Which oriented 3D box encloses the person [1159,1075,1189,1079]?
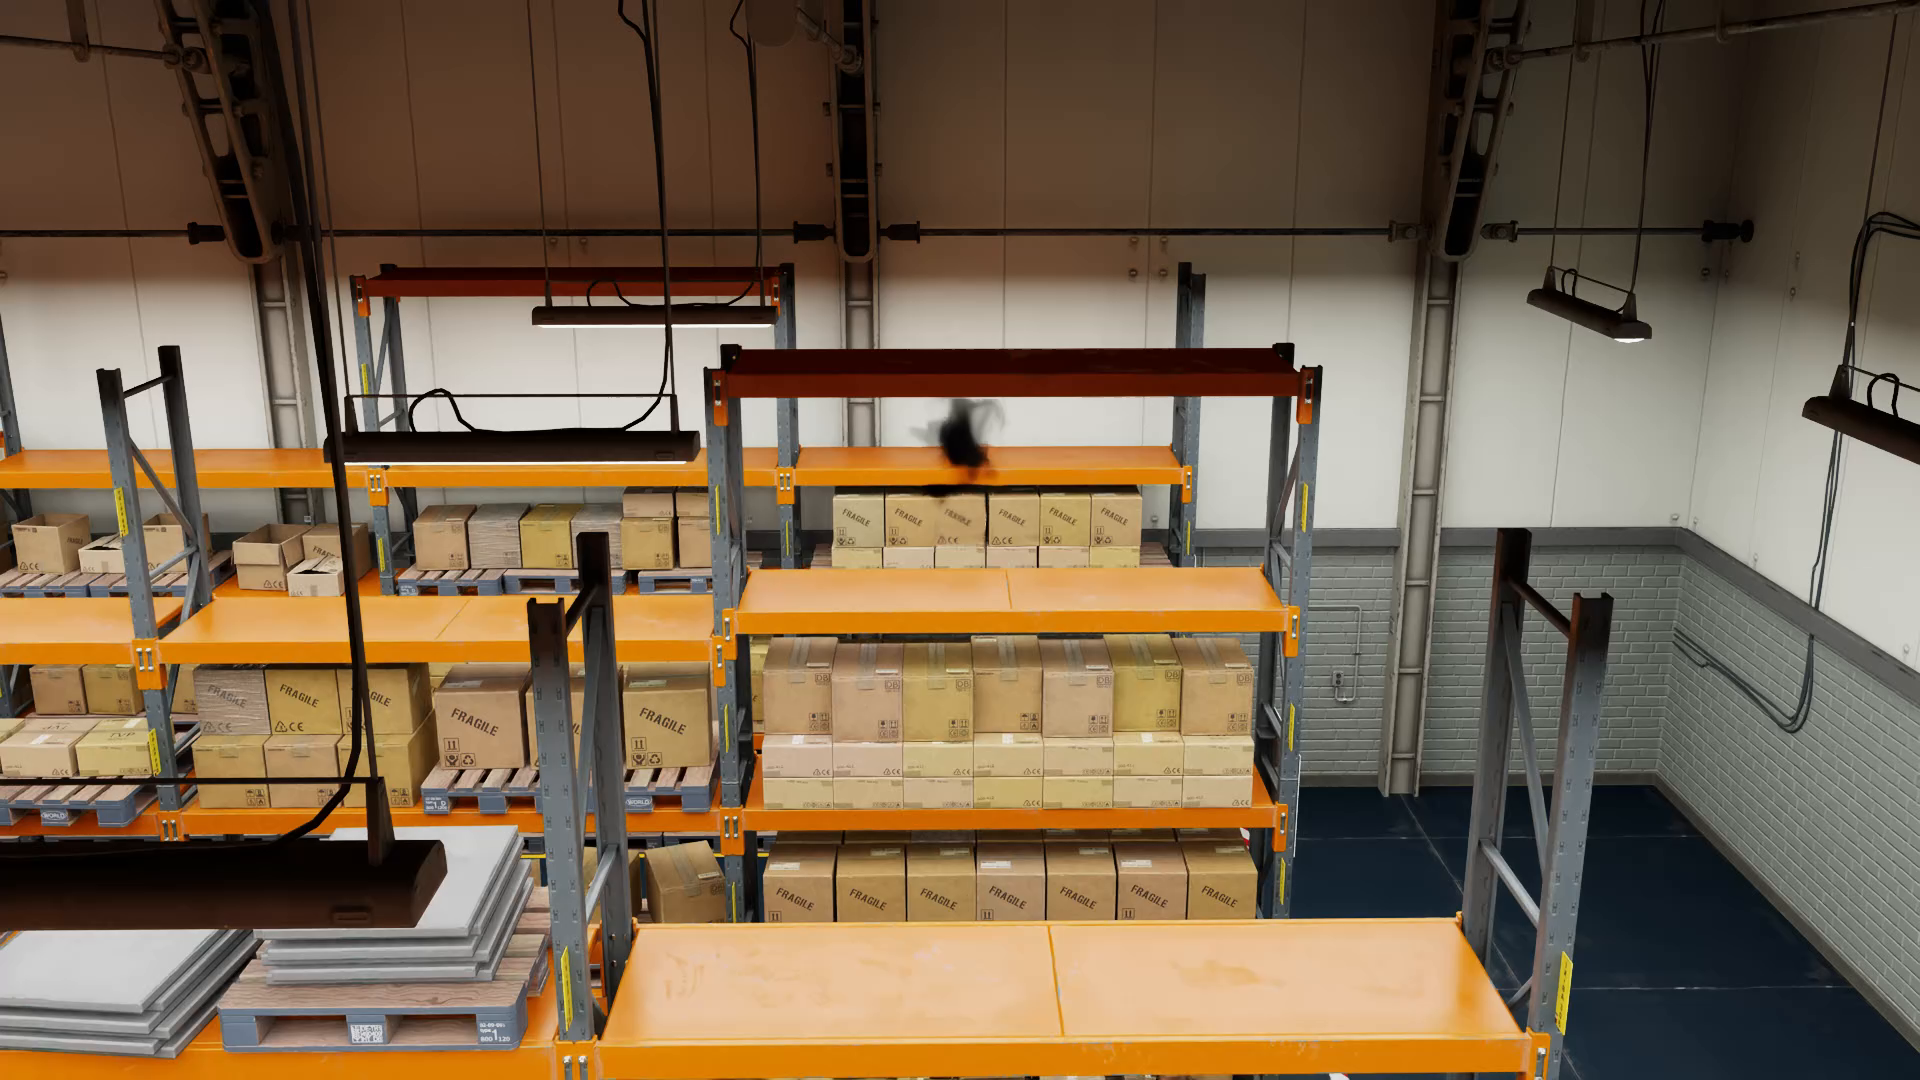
[{"bbox_3d":[1.391,4.252,11.208,0.548,1.528,0.548,-4,17,-14],"label":"person"}]
